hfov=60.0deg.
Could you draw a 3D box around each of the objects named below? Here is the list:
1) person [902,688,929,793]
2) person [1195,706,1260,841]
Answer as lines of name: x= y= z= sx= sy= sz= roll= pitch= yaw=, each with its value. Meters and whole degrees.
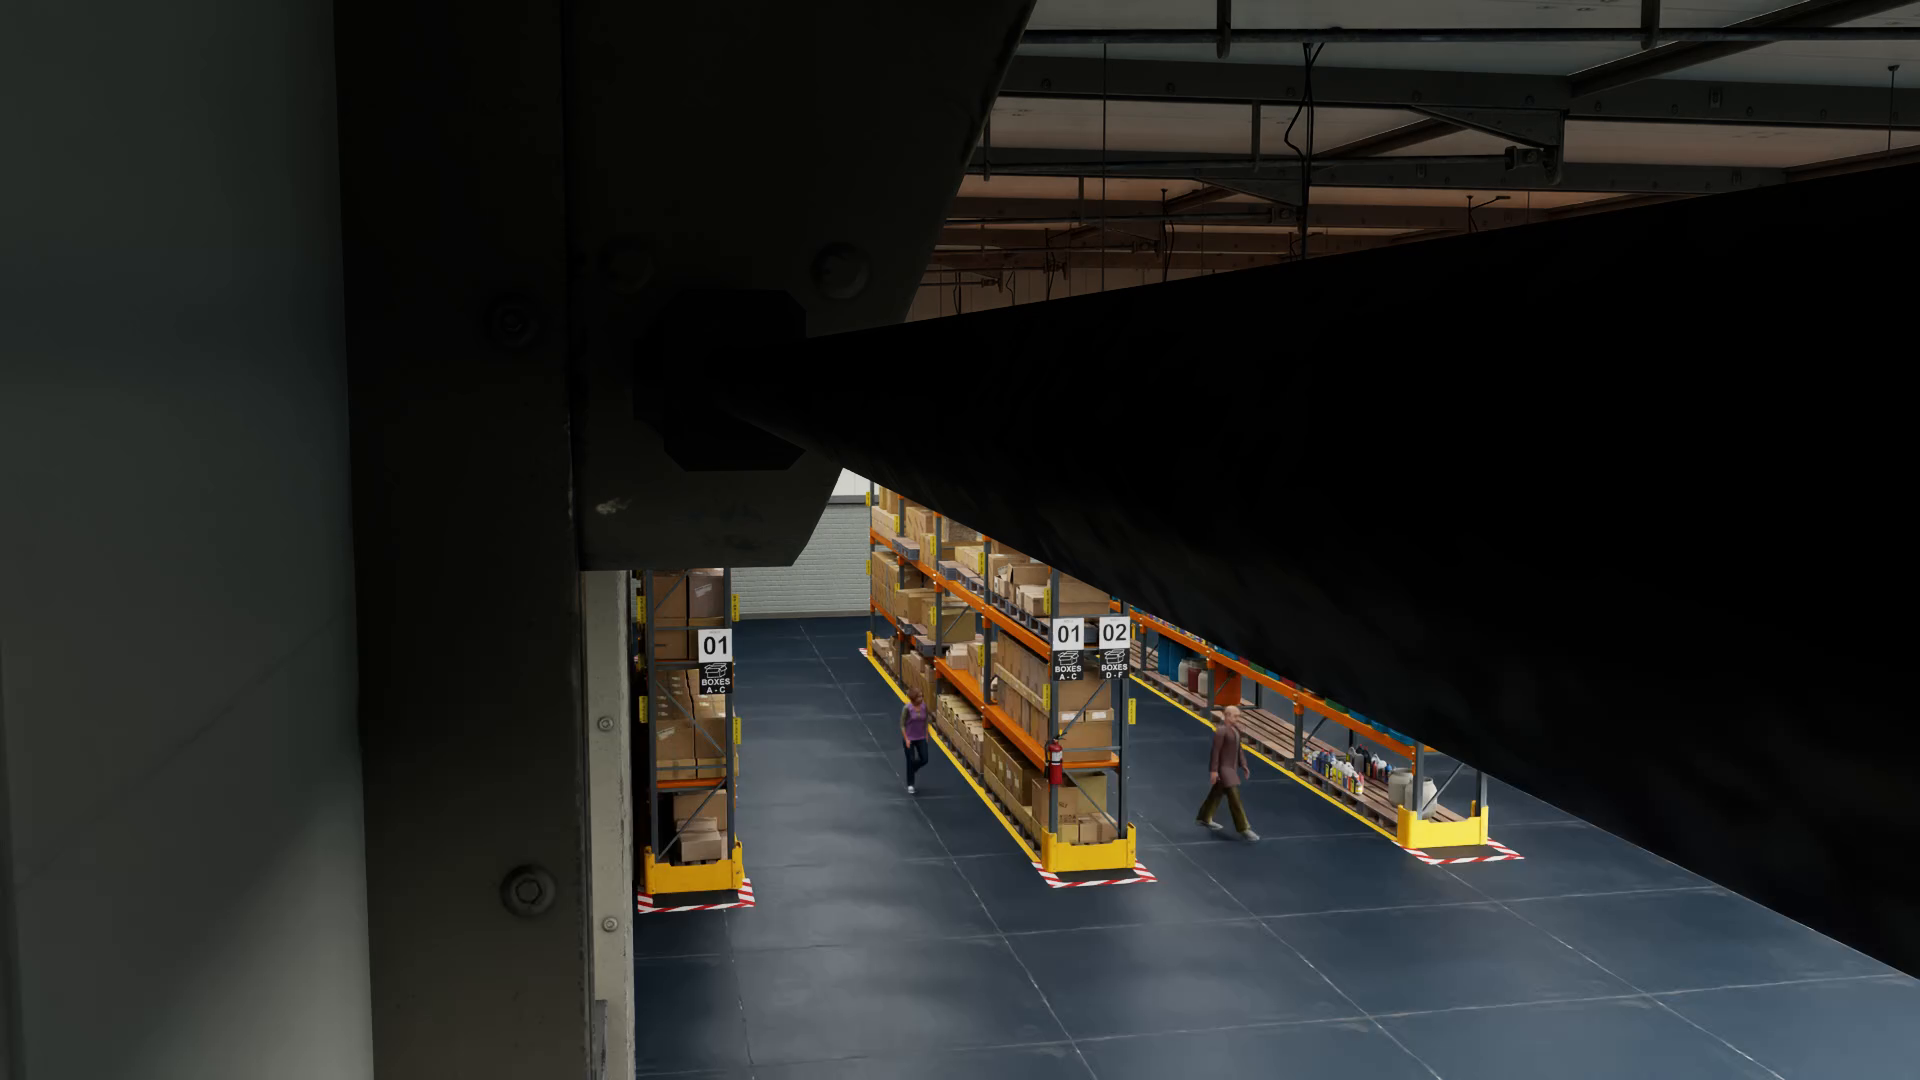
person: x=-0.698 y=2.966 z=24.809 sx=0.467 sy=1.588 sz=0.484 roll=-3 pitch=7 yaw=-25
person: x=3.644 y=3.154 z=22.461 sx=0.998 sy=1.626 sz=0.581 roll=3 pitch=7 yaw=26
